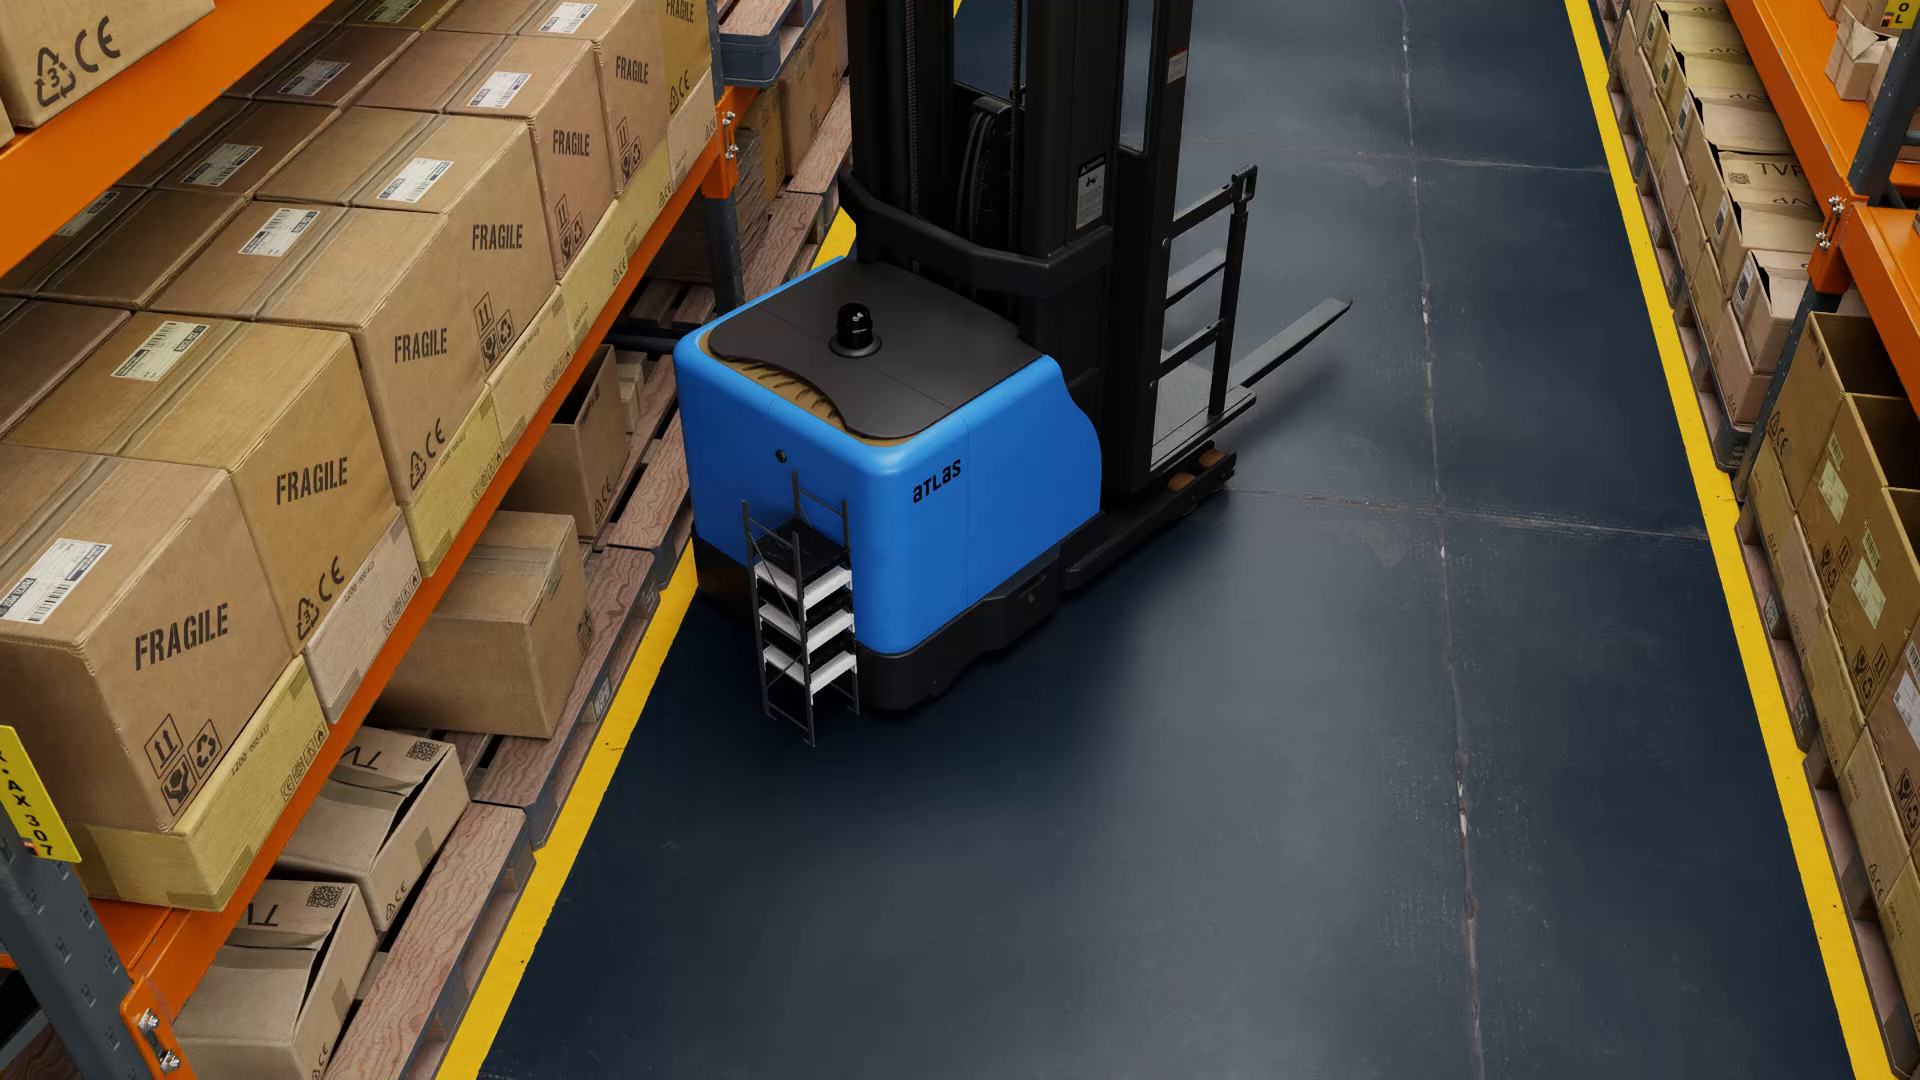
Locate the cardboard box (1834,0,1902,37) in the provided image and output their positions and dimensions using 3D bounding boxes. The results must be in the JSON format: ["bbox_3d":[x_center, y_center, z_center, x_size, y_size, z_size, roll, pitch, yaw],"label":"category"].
[{"bbox_3d":[3.743,-2.128,6.391,0.500,0.500,0.500,9,40,11],"label":"cardboard box"}]

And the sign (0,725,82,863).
[{"bbox_3d":[-1.534,0.414,2.716,0.100,0.325,0.005,6,40,8],"label":"sign"}]

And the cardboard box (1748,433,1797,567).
[{"bbox_3d":[3.124,-0.123,5.873,0.500,0.250,0.500,6,40,8],"label":"cardboard box"}]

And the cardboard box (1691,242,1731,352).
[{"bbox_3d":[3.378,-0.990,6.922,0.500,0.250,0.500,6,40,7],"label":"cardboard box"}]

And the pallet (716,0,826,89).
[{"bbox_3d":[-1.101,-2.212,6.722,1.003,0.211,1.213,6,40,8],"label":"pallet"}]

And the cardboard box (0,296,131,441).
[{"bbox_3d":[-2.100,-0.185,3.633,0.500,0.500,0.500,7,40,8],"label":"cardboard box"}]

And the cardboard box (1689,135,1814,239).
[{"bbox_3d":[3.463,-1.523,7.126,0.500,0.311,0.500,6,40,8],"label":"cardboard box"}]

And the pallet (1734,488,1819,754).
[{"bbox_3d":[3.324,0.291,5.733,1.003,0.211,1.213,6,40,8],"label":"pallet"}]

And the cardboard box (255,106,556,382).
[{"bbox_3d":[-1.422,-0.775,4.347,0.500,0.500,0.500,8,40,9],"label":"cardboard box"}]

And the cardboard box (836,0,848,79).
[{"bbox_3d":[-0.961,-2.771,8.864,0.700,0.500,0.500,6,40,8],"label":"cardboard box"}]

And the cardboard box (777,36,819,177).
[{"bbox_3d":[-1.098,-2.138,8.098,0.700,0.500,0.500,7,40,8],"label":"cardboard box"}]

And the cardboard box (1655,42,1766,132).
[{"bbox_3d":[3.642,-2.160,7.897,0.500,0.311,0.500,5,40,6],"label":"cardboard box"}]

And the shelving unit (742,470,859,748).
[{"bbox_3d":[-0.495,0.232,5.263,0.258,0.900,0.210,30,48,31],"label":"shelving unit"}]

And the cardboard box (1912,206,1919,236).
[{"bbox_3d":[3.432,-1.038,5.073,0.700,0.500,0.500,5,40,7],"label":"cardboard box"}]

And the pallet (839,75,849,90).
[{"bbox_3d":[-0.821,-2.768,9.432,1.003,0.211,1.213,6,40,8],"label":"pallet"}]

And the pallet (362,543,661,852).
[{"bbox_3d":[-1.667,0.446,5.545,1.003,0.211,1.213,6,40,8],"label":"pallet"}]

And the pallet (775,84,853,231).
[{"bbox_3d":[-1.035,-2.004,8.508,1.003,0.211,1.213,6,40,8],"label":"pallet"}]

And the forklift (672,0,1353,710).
[{"bbox_3d":[0.422,-1.423,5.671,1.130,2.935,3.031,30,48,31],"label":"forklift"}]

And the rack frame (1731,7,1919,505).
[{"bbox_3d":[3.503,-1.278,5.442,1.000,3.000,0.127,6,40,8],"label":"rack frame"}]

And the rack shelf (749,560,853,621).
[{"bbox_3d":[-0.495,0.119,5.170,0.258,0.077,0.200,30,48,31],"label":"rack shelf"}]

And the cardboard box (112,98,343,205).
[{"bbox_3d":[-1.927,-0.826,4.408,0.500,0.500,0.500,7,40,8],"label":"cardboard box"}]

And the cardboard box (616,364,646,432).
[{"bbox_3d":[-1.440,-0.561,6.452,0.380,0.166,0.250,2,40,2],"label":"cardboard box"}]

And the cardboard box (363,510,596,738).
[{"bbox_3d":[-1.586,0.245,5.216,0.700,0.500,0.500,4,40,5],"label":"cardboard box"}]

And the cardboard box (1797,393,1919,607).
[{"bbox_3d":[3.036,-0.098,5.255,0.500,0.500,0.500,6,40,8],"label":"cardboard box"}]

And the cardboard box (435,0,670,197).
[{"bbox_3d":[-1.235,-1.416,5.123,0.500,0.500,0.500,6,40,7],"label":"cardboard box"}]

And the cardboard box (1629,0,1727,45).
[{"bbox_3d":[3.815,-2.811,8.684,0.500,0.311,0.500,8,40,9],"label":"cardboard box"}]

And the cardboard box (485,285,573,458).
[{"bbox_3d":[-1.412,-0.497,4.599,0.500,0.250,0.500,7,40,8],"label":"cardboard box"}]

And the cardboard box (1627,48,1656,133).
[{"bbox_3d":[3.729,-2.279,8.481,0.500,0.250,0.500,5,40,6],"label":"cardboard box"}]

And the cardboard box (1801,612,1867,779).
[{"bbox_3d":[2.941,0.504,5.115,0.500,0.250,0.500,6,40,8],"label":"cardboard box"}]

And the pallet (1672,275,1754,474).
[{"bbox_3d":[3.592,-0.670,6.895,1.003,0.211,1.213,6,40,8],"label":"pallet"}]

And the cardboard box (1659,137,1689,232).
[{"bbox_3d":[3.556,-1.630,7.696,0.500,0.250,0.500,7,40,9],"label":"cardboard box"}]

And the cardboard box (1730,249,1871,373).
[{"bbox_3d":[3.291,-0.882,6.351,0.500,0.311,0.500,6,40,8],"label":"cardboard box"}]

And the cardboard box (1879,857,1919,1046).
[{"bbox_3d":[2.772,1.132,4.356,0.500,0.250,0.500,6,40,8],"label":"cardboard box"}]

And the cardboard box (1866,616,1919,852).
[{"bbox_3d":[2.857,0.529,4.496,0.500,0.500,0.500,6,40,8],"label":"cardboard box"}]

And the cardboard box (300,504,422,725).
[{"bbox_3d":[-1.596,0.140,3.829,0.500,0.250,0.500,5,40,6],"label":"cardboard box"}]

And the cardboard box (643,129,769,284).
[{"bbox_3d":[-1.266,-1.492,7.317,0.700,0.500,0.500,8,40,9],"label":"cardboard box"}]

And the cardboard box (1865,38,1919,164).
[{"bbox_3d":[3.545,-1.534,5.869,0.500,0.250,0.500,9,40,10],"label":"cardboard box"}]

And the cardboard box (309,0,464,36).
[{"bbox_3d":[-1.757,-1.465,5.181,0.500,0.500,0.500,6,40,7],"label":"cardboard box"}]

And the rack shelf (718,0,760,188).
[{"bbox_3d":[-1.031,-2.800,7.847,1.077,0.370,4.000,6,40,8],"label":"rack shelf"}]

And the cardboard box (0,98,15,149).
[{"bbox_3d":[-1.765,-0.696,2.290,0.500,0.500,0.500,7,40,9],"label":"cardboard box"}]

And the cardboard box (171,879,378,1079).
[{"bbox_3d":[-1.860,1.131,4.293,0.500,0.311,0.500,2,40,3],"label":"cardboard box"}]

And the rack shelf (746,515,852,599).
[{"bbox_3d":[-0.495,0.049,5.112,0.258,0.077,0.200,30,48,31],"label":"rack shelf"}]

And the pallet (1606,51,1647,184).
[{"bbox_3d":[4.014,-2.202,8.747,1.003,0.211,1.213,6,40,8],"label":"pallet"}]

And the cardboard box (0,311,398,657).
[{"bbox_3d":[-1.595,-0.126,3.562,0.500,0.500,0.500,7,40,8],"label":"cardboard box"}]

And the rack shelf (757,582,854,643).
[{"bbox_3d":[-0.495,0.188,5.227,0.258,0.077,0.200,30,48,31],"label":"rack shelf"}]

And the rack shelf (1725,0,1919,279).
[{"bbox_3d":[3.849,-2.256,7.189,1.077,0.370,4.000,6,40,8],"label":"rack shelf"}]

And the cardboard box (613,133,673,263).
[{"bbox_3d":[-1.254,-1.130,5.364,0.500,0.250,0.500,7,40,8],"label":"cardboard box"}]

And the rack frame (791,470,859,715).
[{"bbox_3d":[-0.426,0.184,5.321,0.240,0.900,0.006,30,48,31],"label":"rack frame"}]
